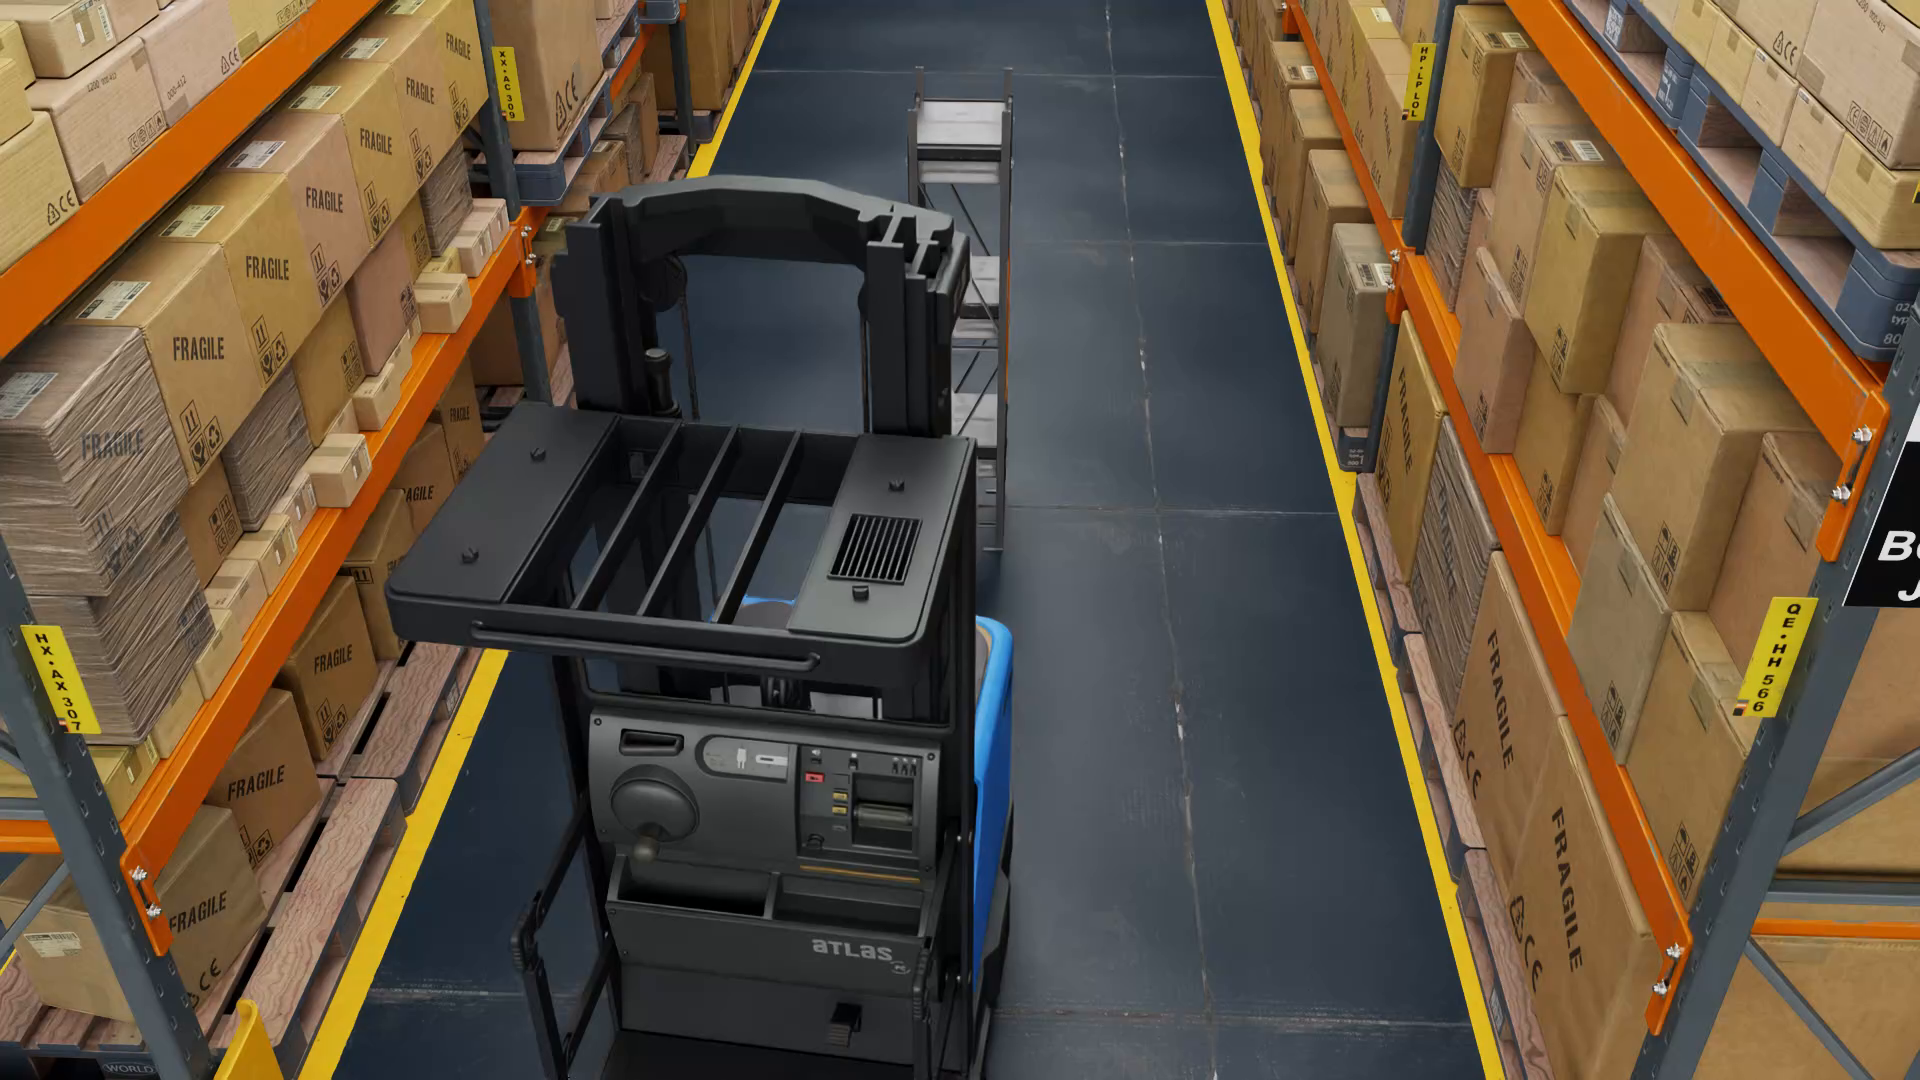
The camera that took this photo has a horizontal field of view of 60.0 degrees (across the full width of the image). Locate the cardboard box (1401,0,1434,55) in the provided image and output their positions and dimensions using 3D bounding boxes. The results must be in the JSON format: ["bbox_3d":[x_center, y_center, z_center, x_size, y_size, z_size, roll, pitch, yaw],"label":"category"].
[{"bbox_3d":[2.484,-2.483,7.718,0.700,0.500,0.500,1,35,1],"label":"cardboard box"}]

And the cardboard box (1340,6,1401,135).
[{"bbox_3d":[2.246,-2.380,8.441,0.500,0.500,0.500,2,35,2],"label":"cardboard box"}]

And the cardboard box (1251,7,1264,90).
[{"bbox_3d":[2.402,-3.582,12.047,0.500,0.500,0.500,3,35,4],"label":"cardboard box"}]

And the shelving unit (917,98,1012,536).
[{"bbox_3d":[5.825,-2.156,6.256,12.070,5.092,0.667,1,35,2],"label":"shelving unit"}]

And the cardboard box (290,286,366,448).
[{"bbox_3d":[-2.609,-0.711,5.936,0.875,0.649,0.860,1,35,2],"label":"cardboard box"}]

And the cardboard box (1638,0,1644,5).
[{"bbox_3d":[2.027,-1.567,4.528,0.380,0.149,0.250,2,35,2],"label":"cardboard box"}]

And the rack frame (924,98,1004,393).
[{"bbox_3d":[0.018,-1.094,7.481,0.380,1.831,0.006,1,35,2],"label":"rack frame"}]

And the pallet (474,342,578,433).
[{"bbox_3d":[-2.471,-0.932,8.892,1.003,0.211,1.213,1,35,2],"label":"pallet"}]

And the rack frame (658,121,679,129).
[{"bbox_3d":[-2.337,-3.923,10.723,0.949,2.616,0.053,1,35,2],"label":"rack frame"}]

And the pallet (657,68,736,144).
[{"bbox_3d":[-2.233,-3.234,12.167,1.003,0.211,1.213,1,35,2],"label":"pallet"}]

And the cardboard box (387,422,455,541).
[{"bbox_3d":[-2.710,-0.194,5.714,1.144,2.239,2.984,12,37,17],"label":"cardboard box"}]

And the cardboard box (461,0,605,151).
[{"bbox_3d":[-2.329,-2.496,7.805,1.000,1.000,1.000,2,35,2],"label":"cardboard box"}]

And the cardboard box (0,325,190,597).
[{"bbox_3d":[-2.367,-0.208,4.222,0.500,0.500,0.500,1,35,2],"label":"cardboard box"}]

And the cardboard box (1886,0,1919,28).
[{"bbox_3d":[1.965,-1.019,3.055,0.380,0.149,0.250,2,35,2],"label":"cardboard box"}]

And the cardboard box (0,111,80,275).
[{"bbox_3d":[-2.384,-0.764,3.750,0.500,0.250,0.500,2,35,3],"label":"cardboard box"}]

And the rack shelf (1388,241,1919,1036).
[{"bbox_3d":[2.371,-0.009,5.780,1.077,0.370,4.000,1,35,2],"label":"rack shelf"}]

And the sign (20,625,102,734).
[{"bbox_3d":[-2.119,0.331,3.917,0.100,0.325,0.005,1,35,2],"label":"sign"}]

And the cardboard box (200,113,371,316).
[{"bbox_3d":[-2.307,-1.070,5.449,0.500,0.500,0.500,1,35,2],"label":"cardboard box"}]

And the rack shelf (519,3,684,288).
[{"bbox_3d":[-2.420,-2.480,9.295,1.077,0.370,4.000,1,35,2],"label":"rack shelf"}]

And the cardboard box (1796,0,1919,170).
[{"bbox_3d":[2.031,-0.942,3.293,0.500,0.250,0.500,2,35,3],"label":"cardboard box"}]

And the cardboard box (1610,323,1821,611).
[{"bbox_3d":[2.274,-0.188,4.339,0.875,0.550,0.550,1,35,2],"label":"cardboard box"}]

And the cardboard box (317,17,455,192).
[{"bbox_3d":[-2.262,-1.645,6.266,0.500,0.500,0.500,1,35,2],"label":"cardboard box"}]

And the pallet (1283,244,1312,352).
[{"bbox_3d":[2.453,-1.459,9.643,1.003,0.211,1.213,1,35,2],"label":"pallet"}]

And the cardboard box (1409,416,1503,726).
[{"bbox_3d":[2.324,0.123,6.449,0.875,0.875,0.875,2,35,2],"label":"cardboard box"}]

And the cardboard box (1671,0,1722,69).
[{"bbox_3d":[2.006,-1.275,4.113,0.380,0.149,0.250,1,35,1],"label":"cardboard box"}]

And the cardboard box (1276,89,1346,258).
[{"bbox_3d":[2.466,-2.152,9.794,1.050,0.750,0.750,2,35,3],"label":"cardboard box"}]

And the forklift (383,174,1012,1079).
[{"bbox_3d":[-0.547,0.734,4.157,1.121,2.935,3.031,5,35,7],"label":"forklift"}]

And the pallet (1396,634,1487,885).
[{"bbox_3d":[2.296,0.826,6.391,1.003,0.211,1.213,1,35,2],"label":"pallet"}]

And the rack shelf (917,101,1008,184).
[{"bbox_3d":[0.007,-1.628,6.808,0.368,0.174,0.457,1,35,2],"label":"rack shelf"}]

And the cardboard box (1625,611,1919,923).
[{"bbox_3d":[2.260,0.570,4.200,0.875,0.550,0.550,1,35,2],"label":"cardboard box"}]

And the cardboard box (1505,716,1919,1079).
[{"bbox_3d":[2.252,1.152,4.985,0.875,0.875,0.875,2,35,2],"label":"cardboard box"}]

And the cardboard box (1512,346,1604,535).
[{"bbox_3d":[2.389,-0.371,5.538,0.875,0.550,0.500,1,35,2],"label":"cardboard box"}]

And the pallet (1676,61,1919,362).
[{"bbox_3d":[2.310,-0.772,3.708,1.003,0.211,1.213,1,35,2],"label":"pallet"}]

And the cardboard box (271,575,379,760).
[{"bbox_3d":[-2.586,0.462,6.292,0.500,0.500,0.500,4,35,6],"label":"cardboard box"}]

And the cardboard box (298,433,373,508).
[{"bbox_3d":[-2.254,-0.242,5.704,0.380,0.149,0.250,1,35,2],"label":"cardboard box"}]

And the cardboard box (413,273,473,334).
[{"bbox_3d":[-2.204,-0.960,6.726,0.380,0.149,0.250,1,35,2],"label":"cardboard box"}]

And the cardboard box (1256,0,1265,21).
[{"bbox_3d":[2.387,-3.896,11.841,0.500,0.250,0.500,2,35,3],"label":"cardboard box"}]

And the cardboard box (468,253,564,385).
[{"bbox_3d":[-2.454,-1.135,8.547,0.700,0.500,0.500,-1,35,-2],"label":"cardboard box"}]

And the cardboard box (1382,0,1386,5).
[{"bbox_3d":[2.526,-3.064,8.544,0.700,0.500,0.500,1,35,1],"label":"cardboard box"}]

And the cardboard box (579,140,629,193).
[{"bbox_3d":[-2.372,-2.050,9.850,0.700,0.500,0.500,4,35,6],"label":"cardboard box"}]

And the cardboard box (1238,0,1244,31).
[{"bbox_3d":[2.451,-4.174,12.889,0.500,0.500,0.500,2,35,3],"label":"cardboard box"}]

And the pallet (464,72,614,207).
[{"bbox_3d":[-2.325,-1.982,8.129,1.003,0.211,1.213,1,35,2],"label":"pallet"}]

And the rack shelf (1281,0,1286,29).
[{"bbox_3d":[2.692,-4.605,12.320,1.077,0.370,4.000,1,35,2],"label":"rack shelf"}]

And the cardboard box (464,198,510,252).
[{"bbox_3d":[-2.215,-1.392,7.340,0.380,0.149,0.250,1,35,2],"label":"cardboard box"}]

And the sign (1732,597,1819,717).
[{"bbox_3d":[1.749,0.255,3.566,0.100,0.325,0.005,1,35,2],"label":"sign"}]

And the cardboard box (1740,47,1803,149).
[{"bbox_3d":[1.986,-0.983,3.697,0.380,0.149,0.250,2,35,3],"label":"cardboard box"}]

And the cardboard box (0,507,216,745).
[{"bbox_3d":[-2.612,0.195,4.518,0.875,0.500,0.500,1,35,2],"label":"cardboard box"}]

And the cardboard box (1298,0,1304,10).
[{"bbox_3d":[2.324,-3.540,10.091,0.500,0.500,0.500,2,35,2],"label":"cardboard box"}]

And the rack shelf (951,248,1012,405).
[{"bbox_3d":[0.007,-0.943,7.289,0.431,0.518,0.480,1,35,2],"label":"rack shelf"}]

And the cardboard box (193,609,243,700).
[{"bbox_3d":[-2.357,0.331,4.889,0.380,0.149,0.250,1,35,2],"label":"cardboard box"}]

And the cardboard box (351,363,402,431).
[{"bbox_3d":[-2.290,-0.530,6.115,0.380,0.149,0.250,1,35,2],"label":"cardboard box"}]

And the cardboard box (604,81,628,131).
[{"bbox_3d":[-2.348,-2.697,10.117,0.500,0.250,0.500,5,35,7],"label":"cardboard box"}]

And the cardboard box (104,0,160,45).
[{"bbox_3d":[-2.329,-1.398,4.305,0.380,0.149,0.250,1,35,2],"label":"cardboard box"}]

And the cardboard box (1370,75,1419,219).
[{"bbox_3d":[2.205,-1.799,7.615,0.500,0.500,0.500,1,35,2],"label":"cardboard box"}]

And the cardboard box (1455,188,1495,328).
[{"bbox_3d":[2.449,-0.985,6.412,0.875,0.550,0.550,1,35,2],"label":"cardboard box"}]
